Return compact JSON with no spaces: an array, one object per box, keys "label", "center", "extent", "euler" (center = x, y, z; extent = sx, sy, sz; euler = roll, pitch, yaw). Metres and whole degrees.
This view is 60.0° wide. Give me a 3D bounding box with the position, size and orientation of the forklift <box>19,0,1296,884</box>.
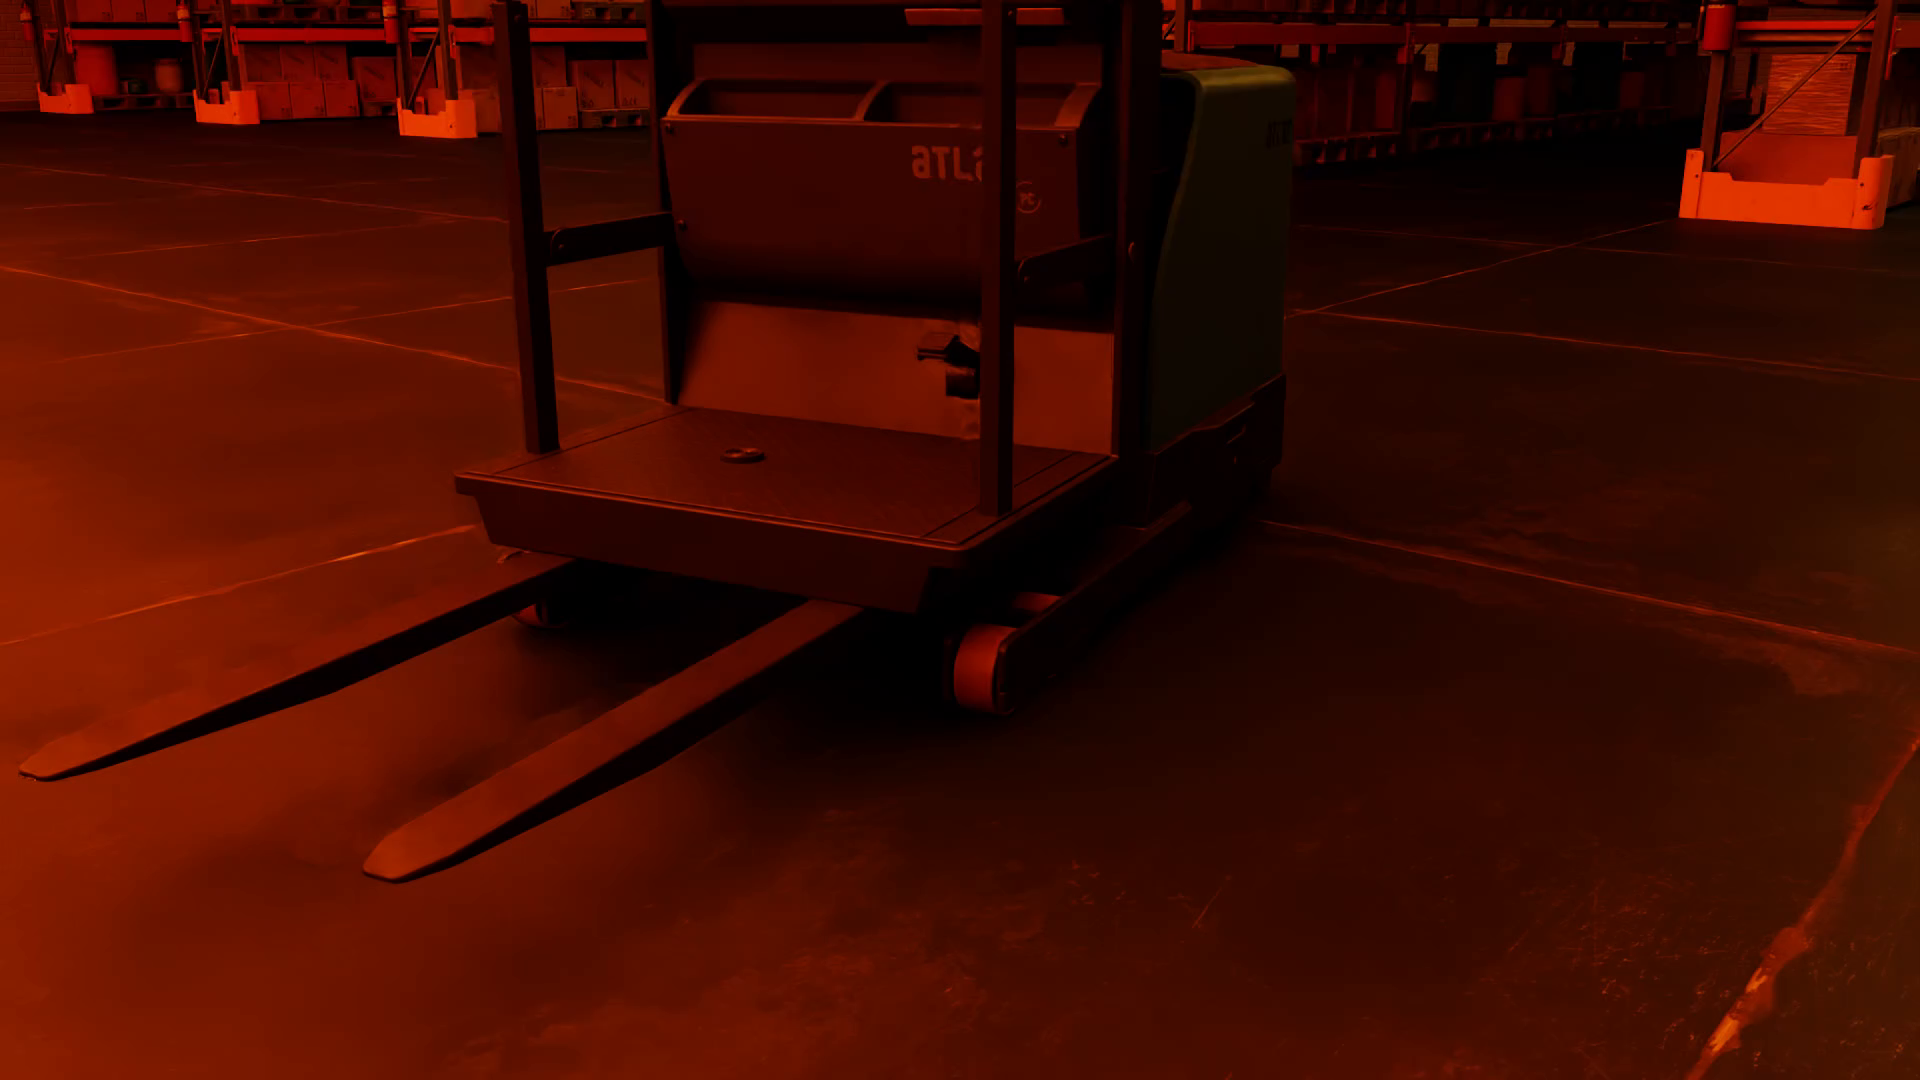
[{"label":"forklift","center":[-0.263,-1.237,2.973],"extent":[1.130,2.935,3.031],"euler":[8,19,25]}]
